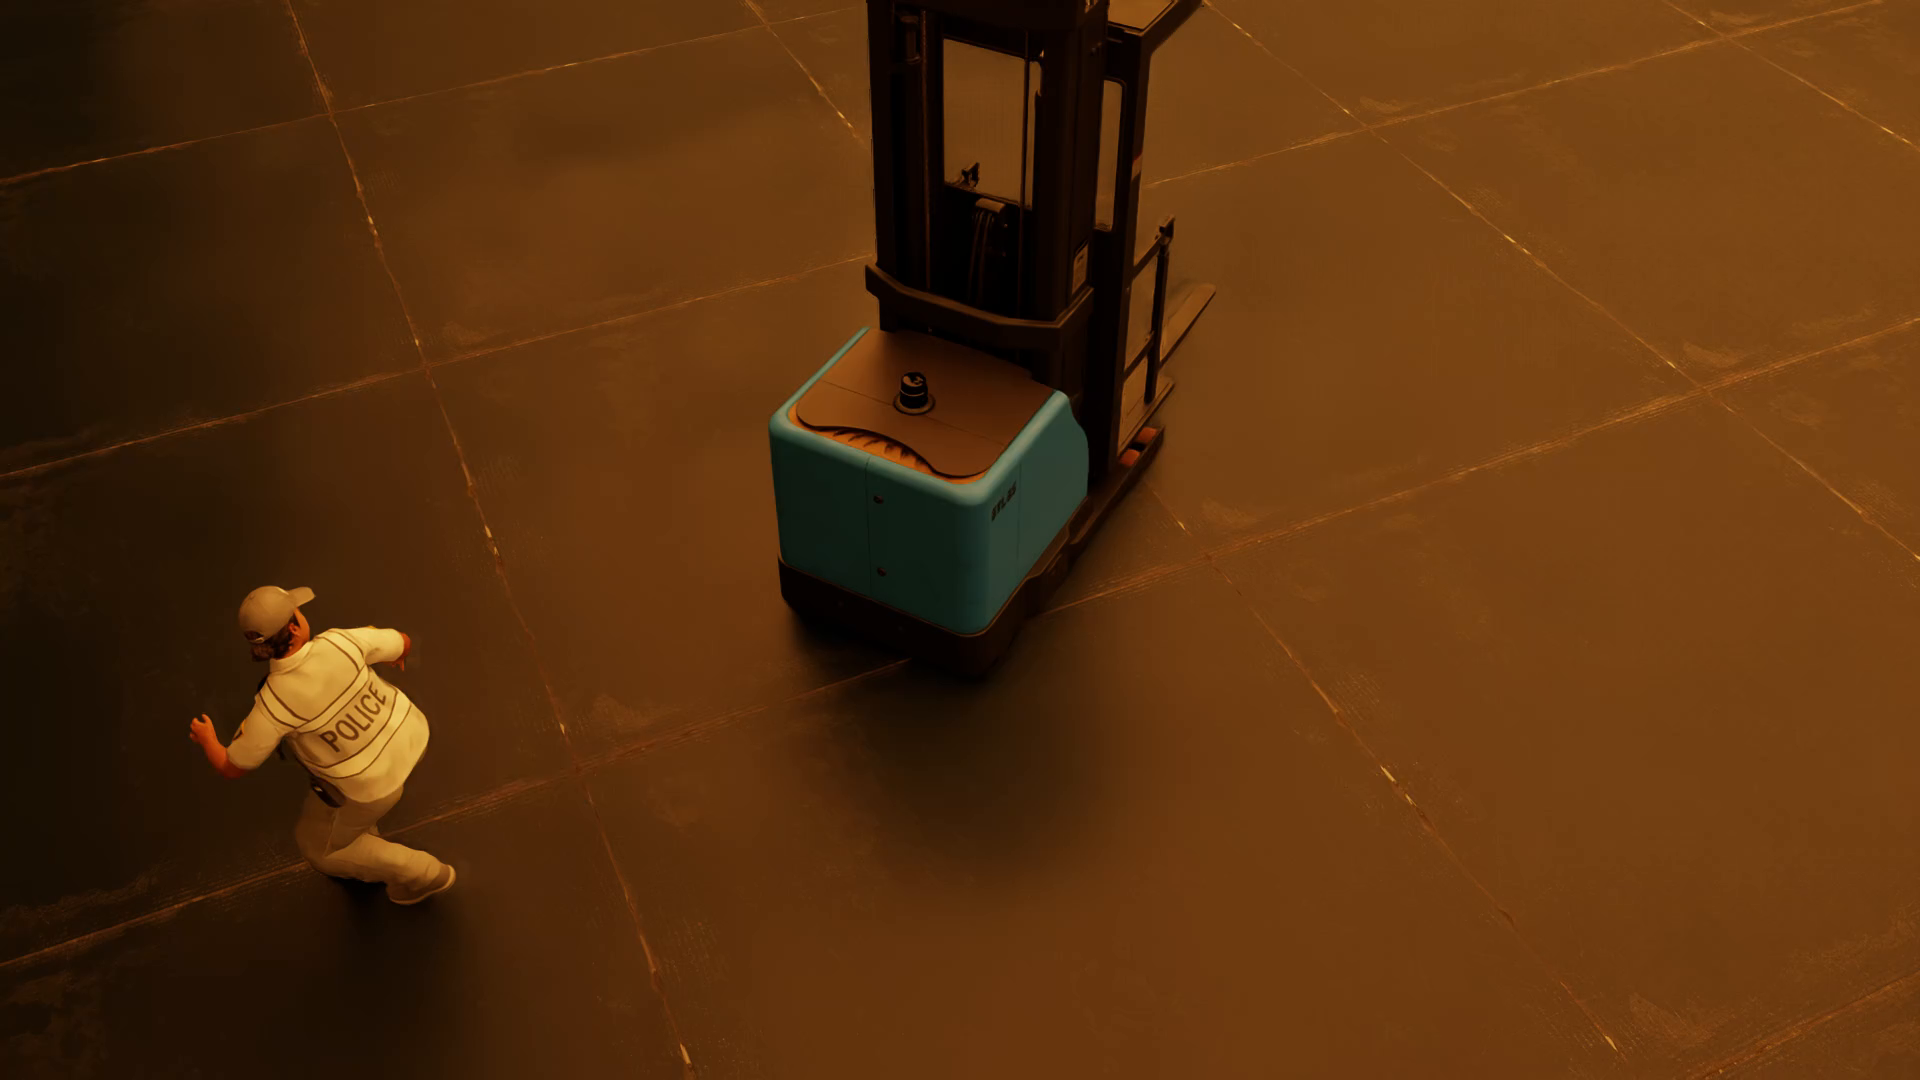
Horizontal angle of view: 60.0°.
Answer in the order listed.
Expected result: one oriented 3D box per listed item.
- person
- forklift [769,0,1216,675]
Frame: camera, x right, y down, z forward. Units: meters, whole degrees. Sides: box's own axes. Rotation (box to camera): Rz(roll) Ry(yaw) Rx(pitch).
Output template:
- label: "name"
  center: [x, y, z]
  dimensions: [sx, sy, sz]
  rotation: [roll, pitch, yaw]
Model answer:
- label: "person"
  center: [-2.255, 0.704, 5.952]
  dimensions: [0.795, 1.541, 0.810]
  rotation: [13, 44, 13]
- label: "forklift"
  center: [0.355, -1.491, 7.278]
  dimensions: [1.130, 2.935, 3.031]
  rotation: [21, 47, 21]
